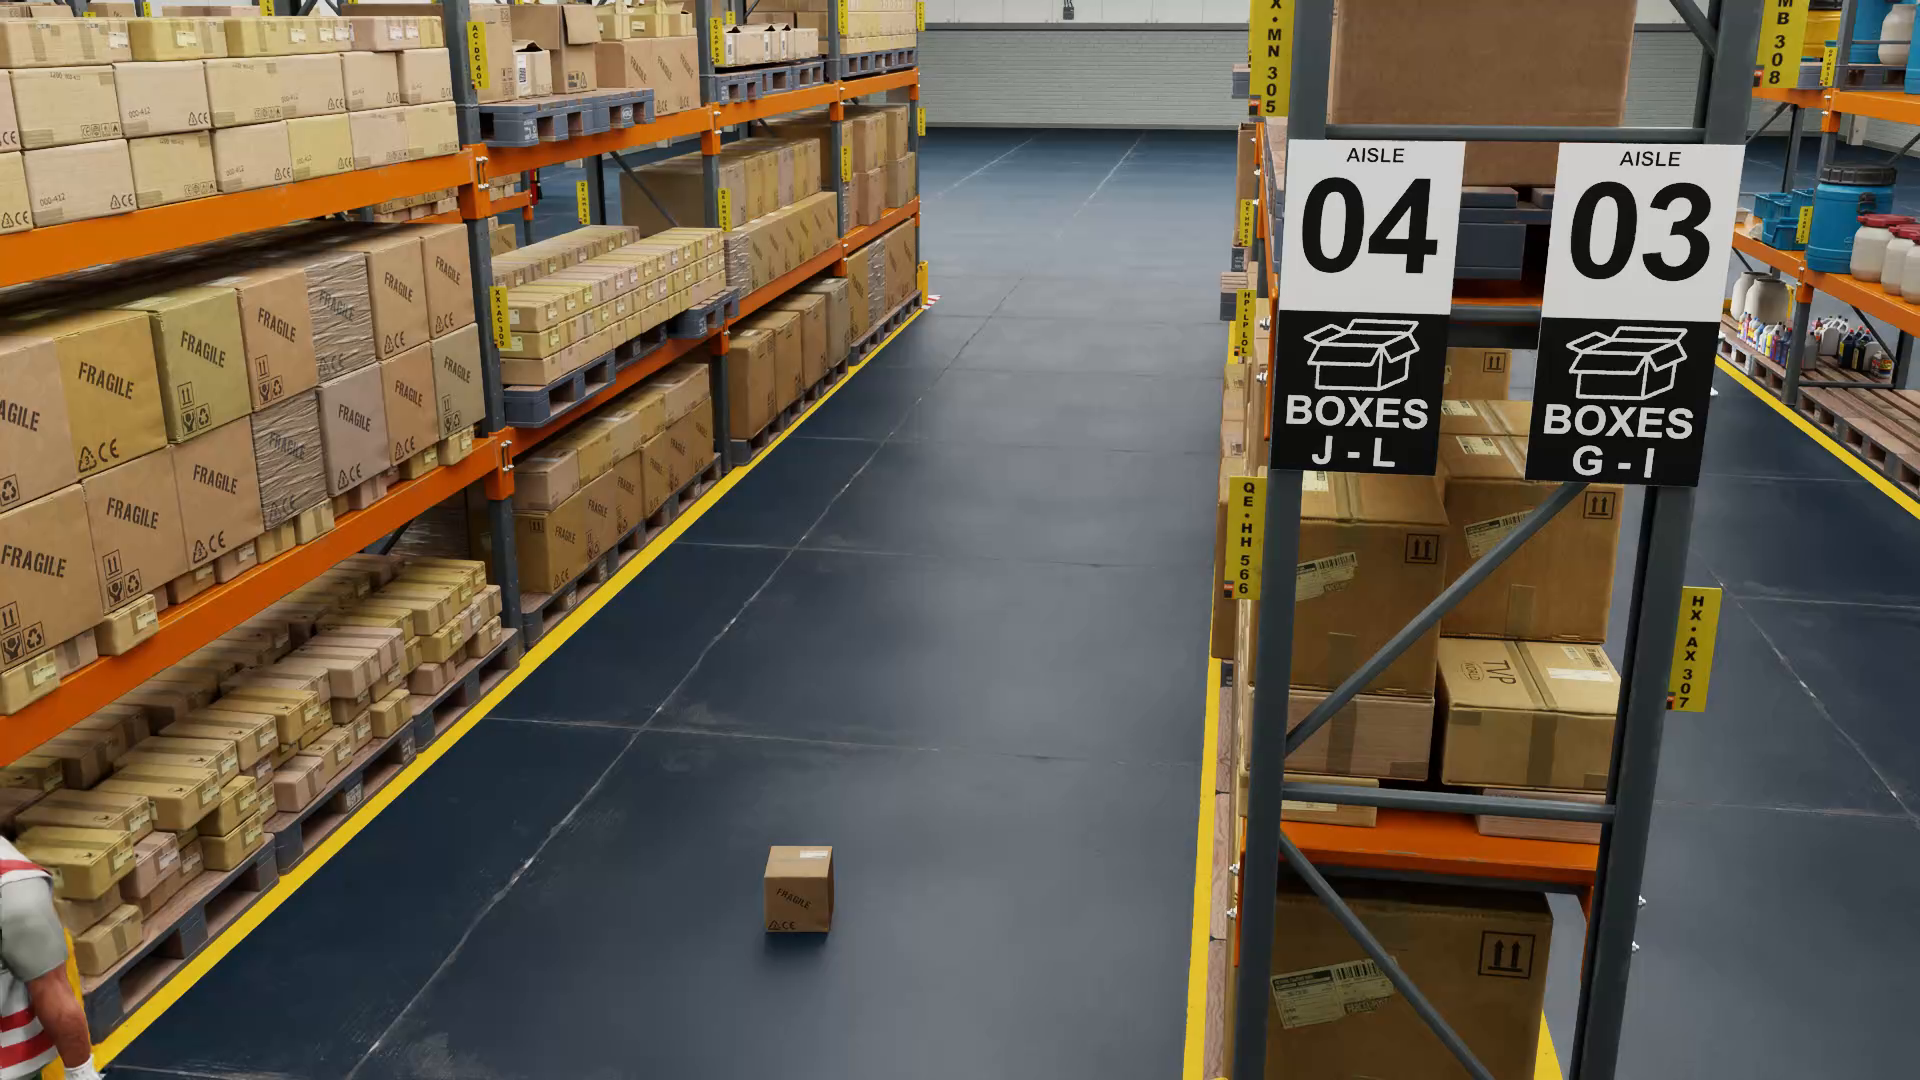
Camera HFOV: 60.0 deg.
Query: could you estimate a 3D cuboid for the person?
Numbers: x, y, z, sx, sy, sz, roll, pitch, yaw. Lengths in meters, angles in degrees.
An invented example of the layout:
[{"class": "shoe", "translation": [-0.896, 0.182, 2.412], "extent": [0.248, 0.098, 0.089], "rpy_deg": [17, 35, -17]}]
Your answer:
[{"class": "person", "translation": [-2.579, 1.353, 4.287], "extent": [0.580, 1.729, 1.061], "rpy_deg": [13, 22, 34]}]
